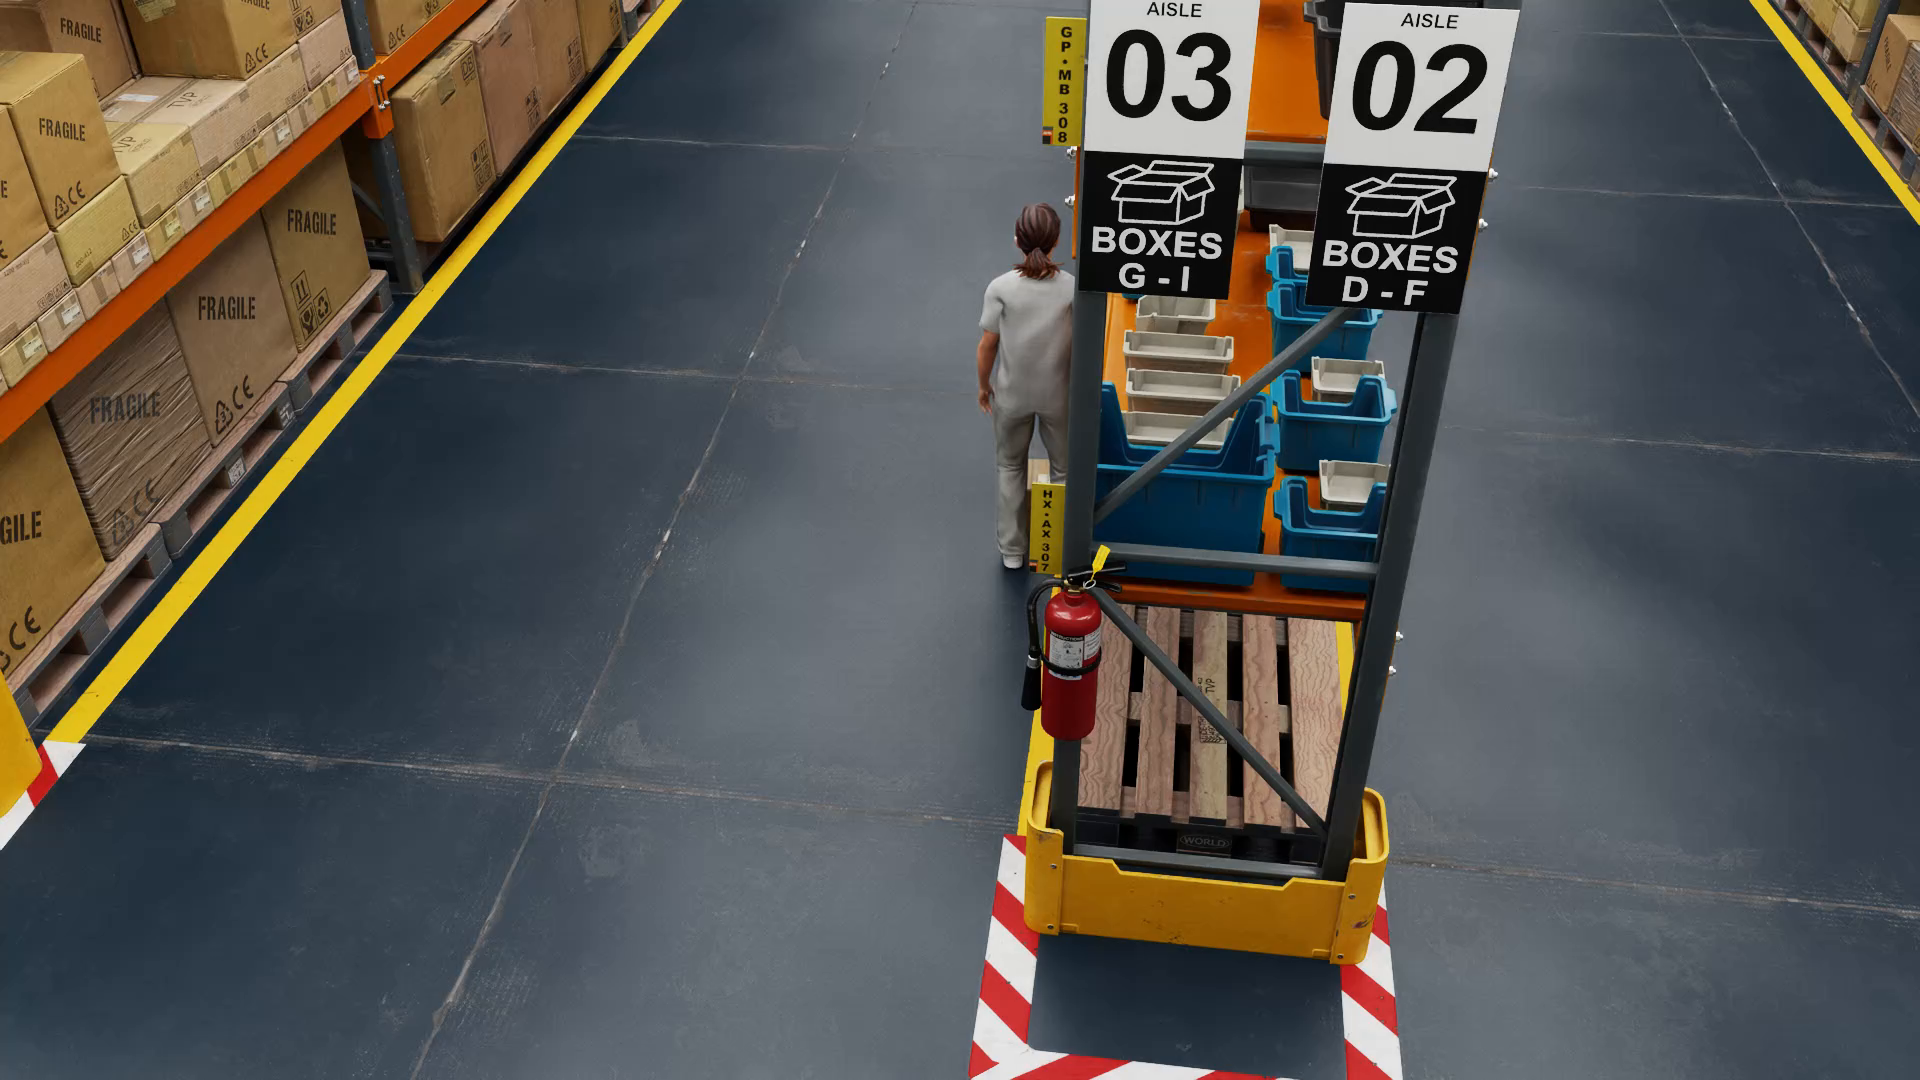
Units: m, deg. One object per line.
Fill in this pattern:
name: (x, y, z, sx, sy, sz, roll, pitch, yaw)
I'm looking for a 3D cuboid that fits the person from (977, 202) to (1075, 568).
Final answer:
person: (0.327, -0.611, 6.981, 0.511, 1.673, 0.355, 3, 36, 4)
